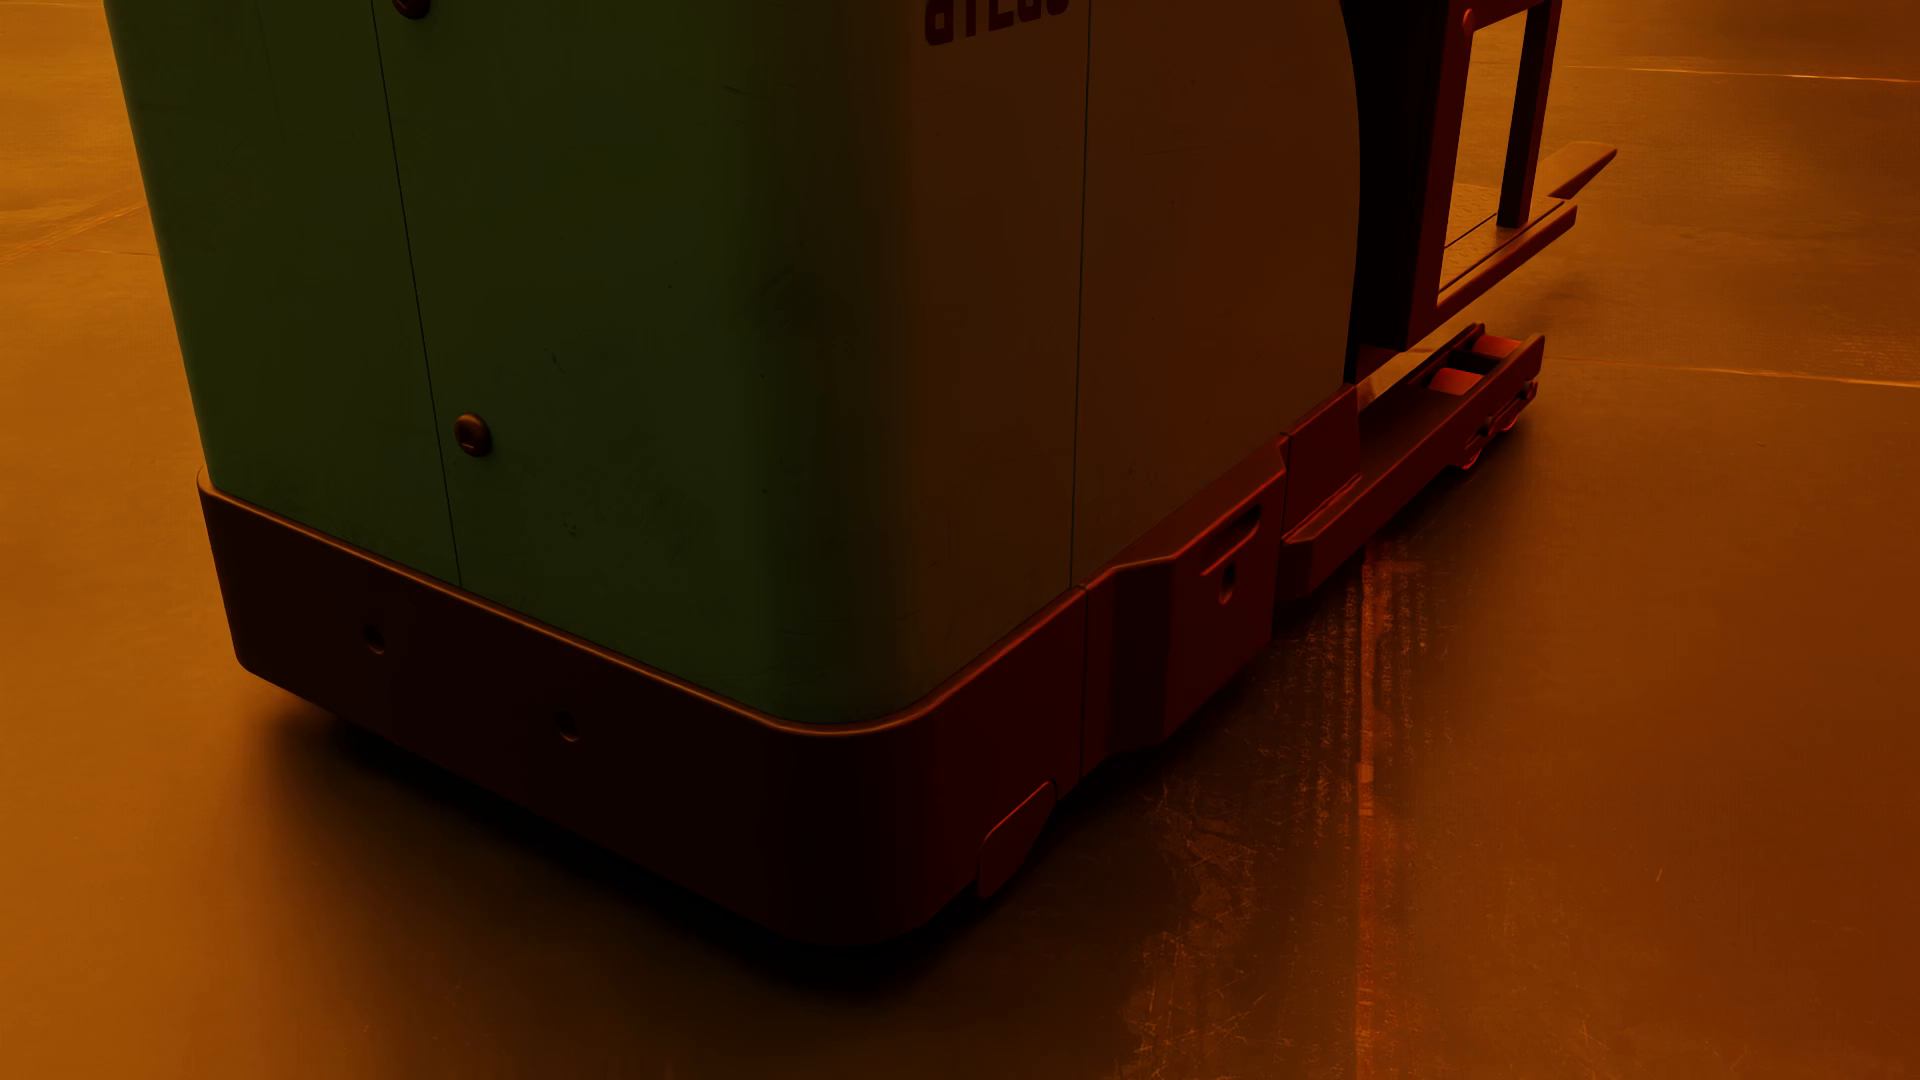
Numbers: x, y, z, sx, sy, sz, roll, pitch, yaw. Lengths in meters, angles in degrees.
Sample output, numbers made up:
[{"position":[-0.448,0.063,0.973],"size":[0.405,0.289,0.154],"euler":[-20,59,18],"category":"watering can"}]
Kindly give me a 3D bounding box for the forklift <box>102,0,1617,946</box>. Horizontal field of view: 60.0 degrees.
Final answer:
[{"position":[0.349,-1.534,2.287],"size":[1.130,2.935,3.031],"euler":[17,32,31],"category":"forklift"}]
